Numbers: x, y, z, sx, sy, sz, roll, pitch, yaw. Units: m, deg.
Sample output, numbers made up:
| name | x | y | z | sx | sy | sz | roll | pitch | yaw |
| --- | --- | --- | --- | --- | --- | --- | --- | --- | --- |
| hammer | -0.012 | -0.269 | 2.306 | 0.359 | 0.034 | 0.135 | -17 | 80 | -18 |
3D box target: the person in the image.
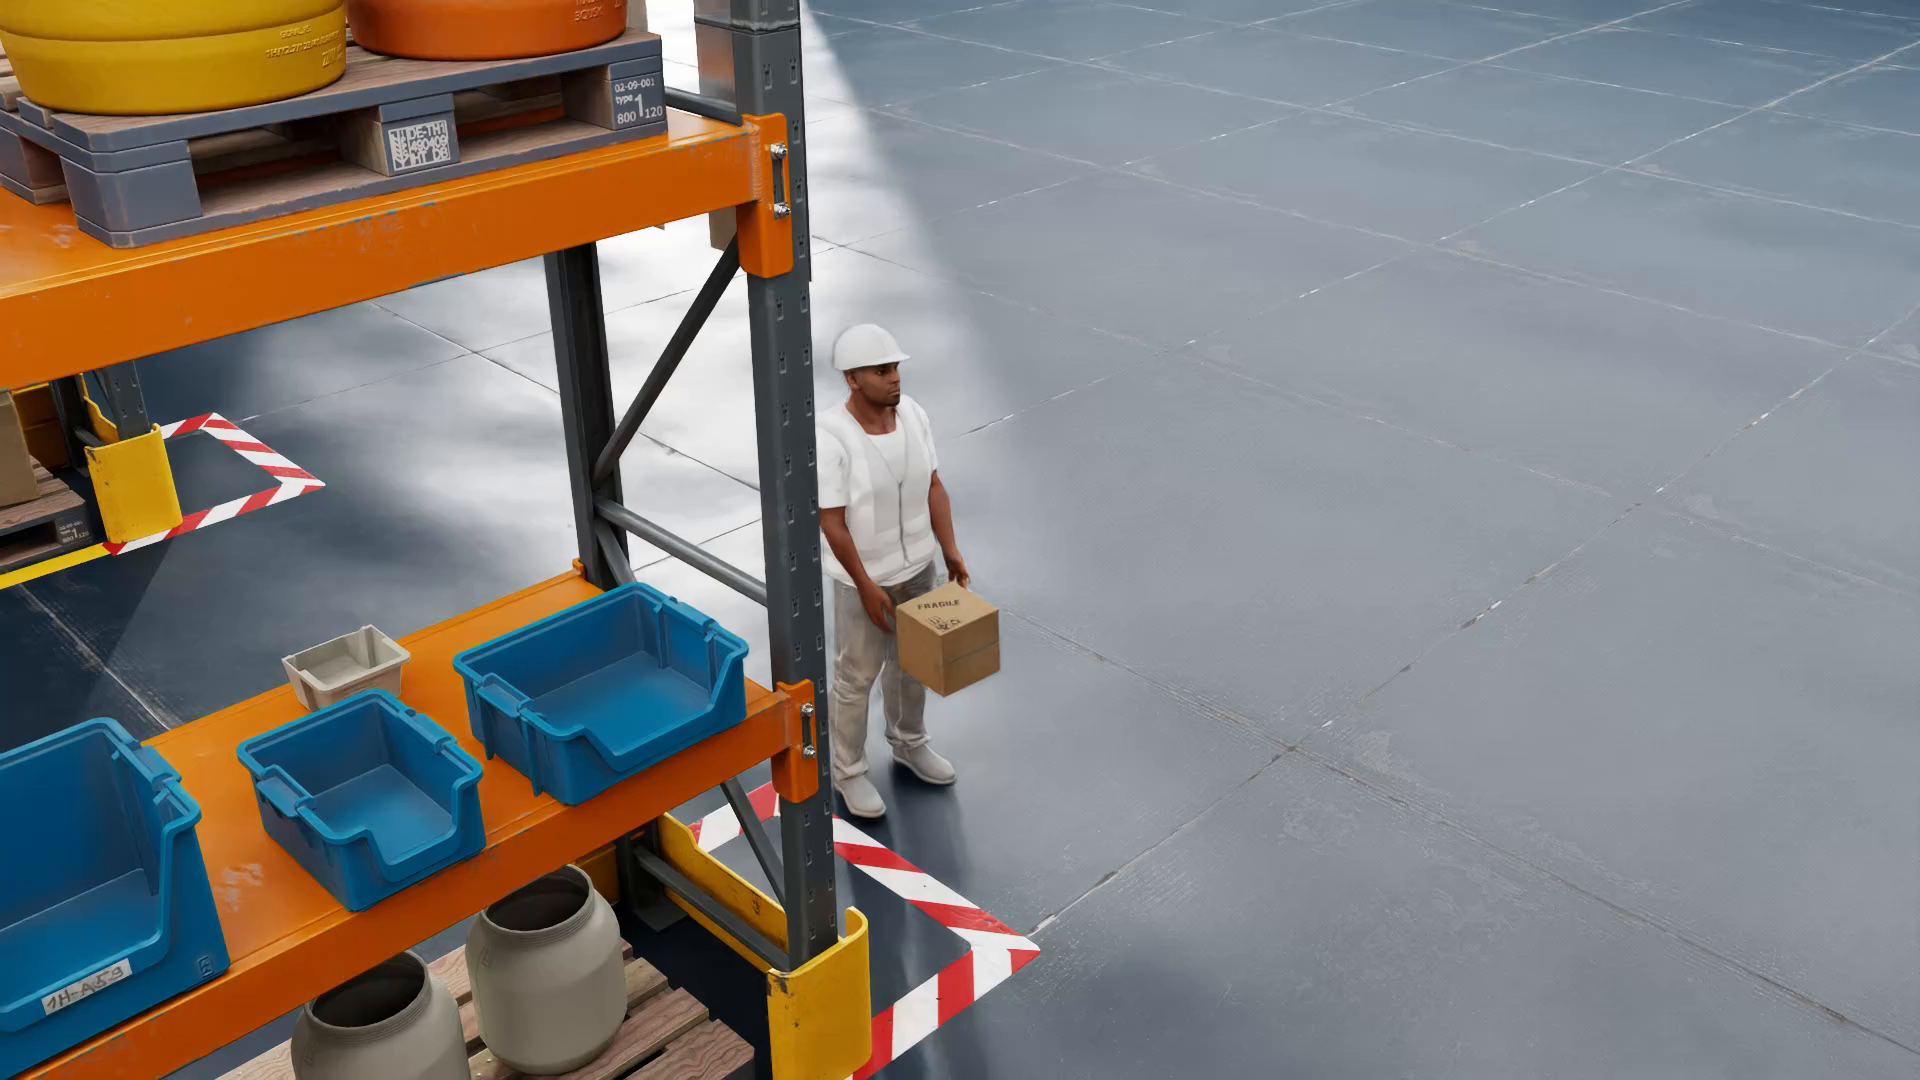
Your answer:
| name | x | y | z | sx | sy | sz | roll | pitch | yaw |
| --- | --- | --- | --- | --- | --- | --- | --- | --- | --- |
| person | -0.256 | 0.106 | 5.878 | 0.554 | 1.778 | 0.464 | -23 | 36 | -37 |
